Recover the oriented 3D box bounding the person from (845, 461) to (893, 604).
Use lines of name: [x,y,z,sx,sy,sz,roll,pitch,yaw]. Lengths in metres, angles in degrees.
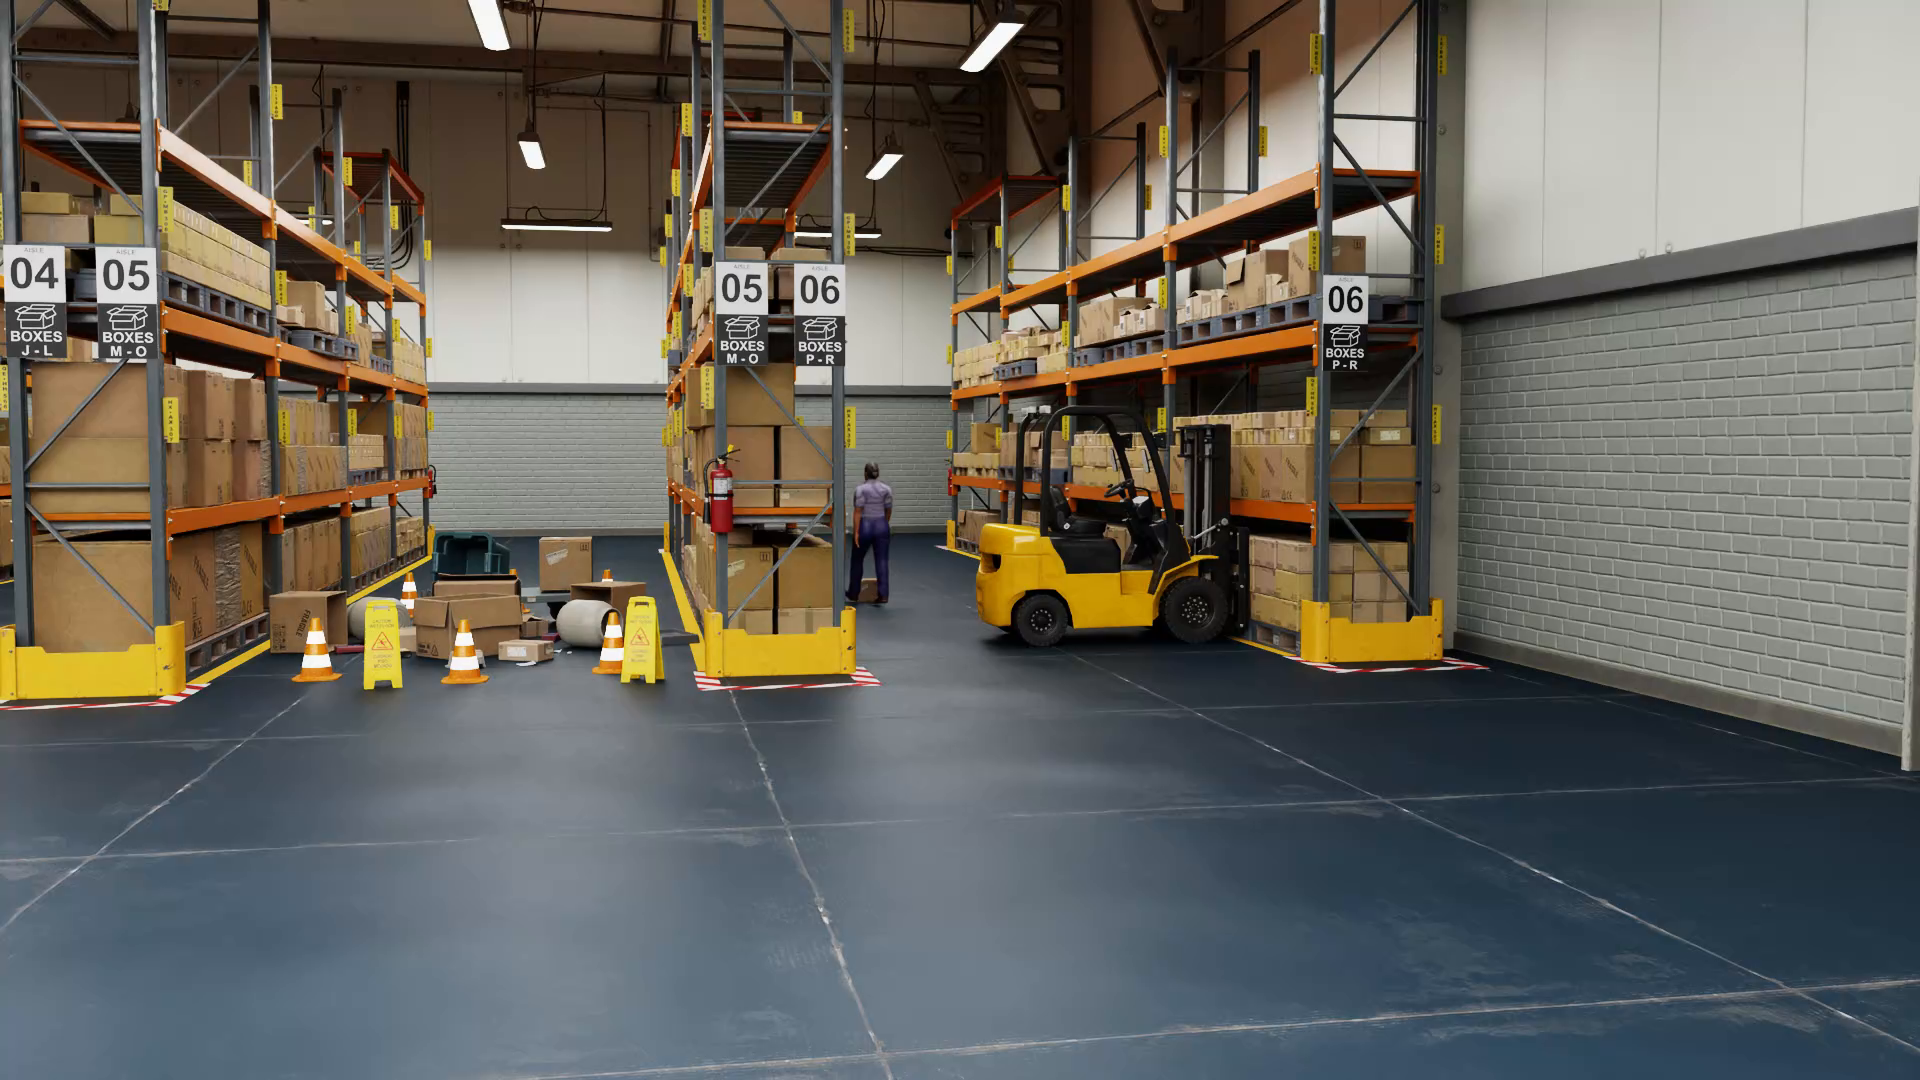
person: [-1.022,-0.094,18.953,0.486,1.607,0.893,-1,3,-17]
